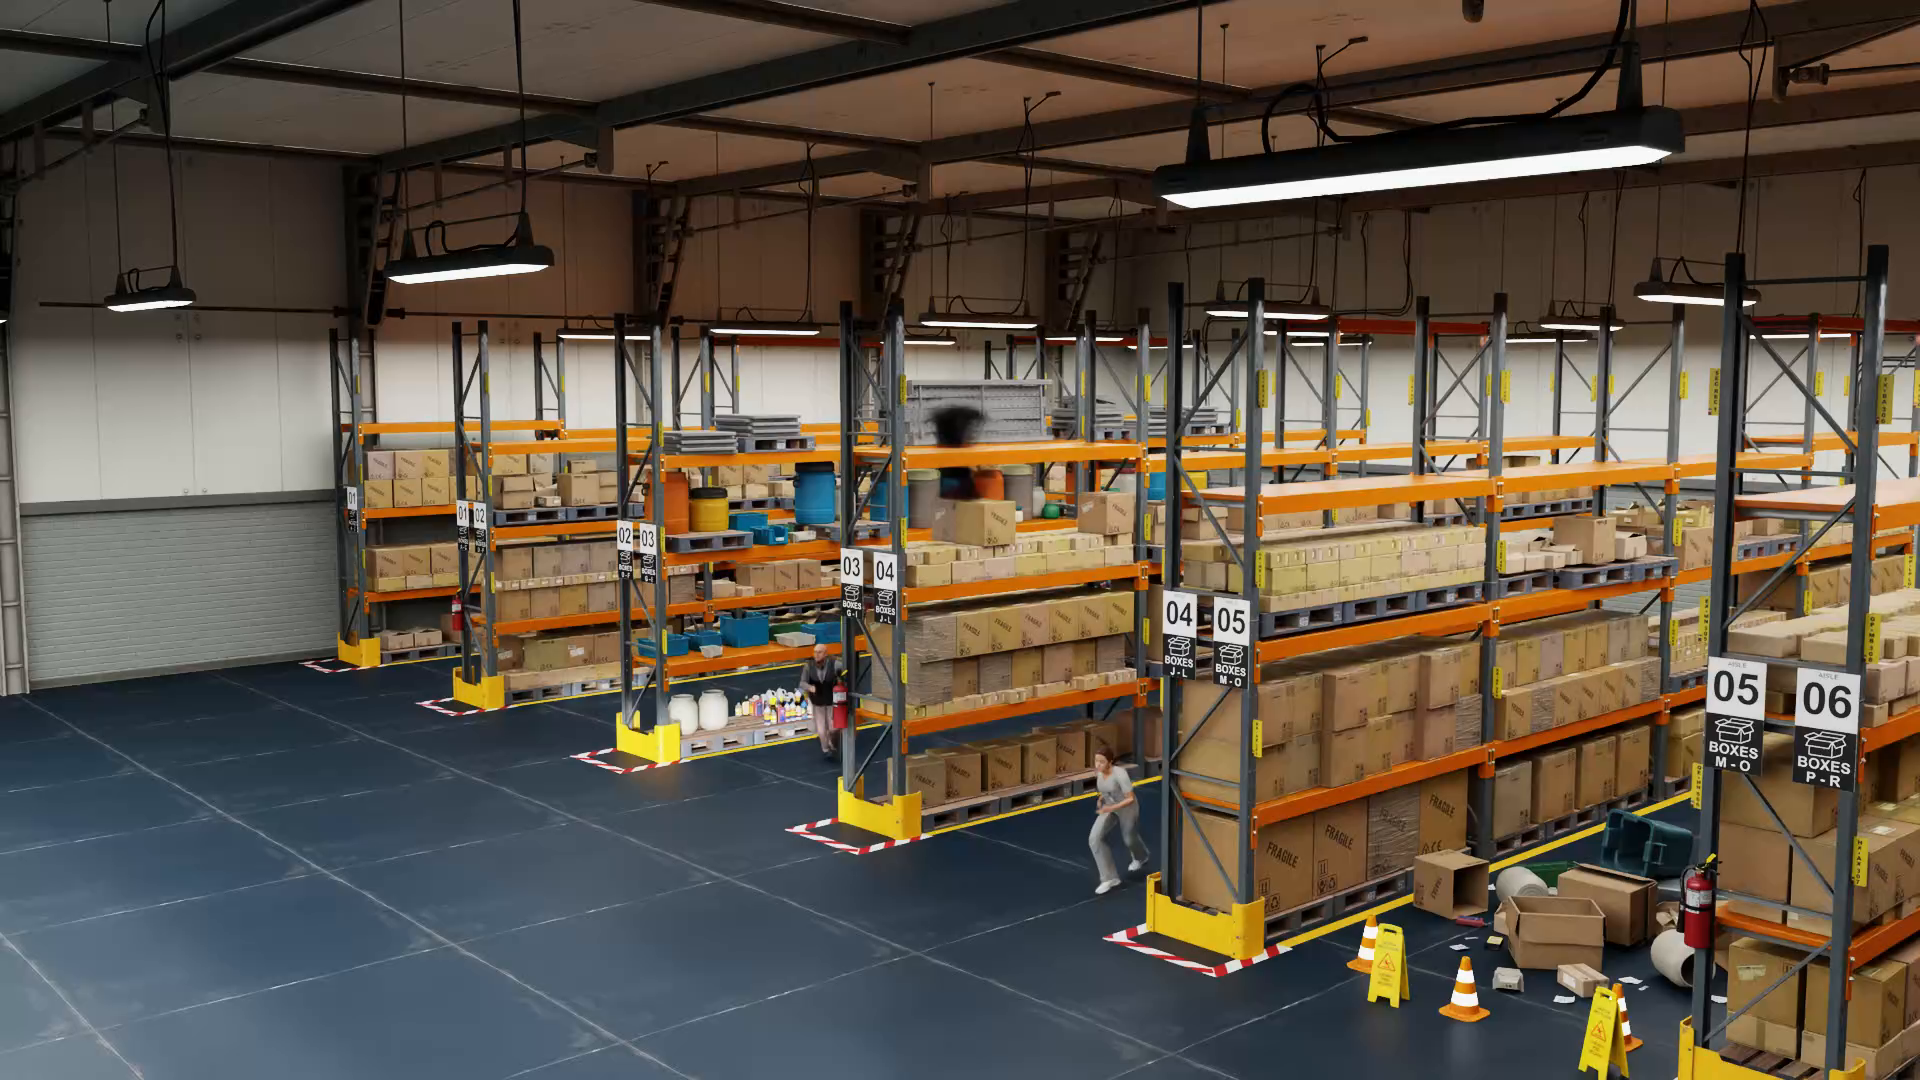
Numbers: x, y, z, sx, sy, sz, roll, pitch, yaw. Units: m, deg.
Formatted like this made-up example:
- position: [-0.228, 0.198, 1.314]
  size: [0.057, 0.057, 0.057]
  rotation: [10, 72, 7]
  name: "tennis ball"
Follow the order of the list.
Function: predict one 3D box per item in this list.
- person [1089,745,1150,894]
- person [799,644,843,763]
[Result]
- position: [1.682, 2.752, 16.859]
  size: [0.564, 1.500, 1.037]
  rotation: [5, 7, 41]
  name: "person"
- position: [-1.785, 2.163, 22.119]
  size: [0.660, 1.620, 0.905]
  rotation: [1, 6, 7]
  name: "person"
